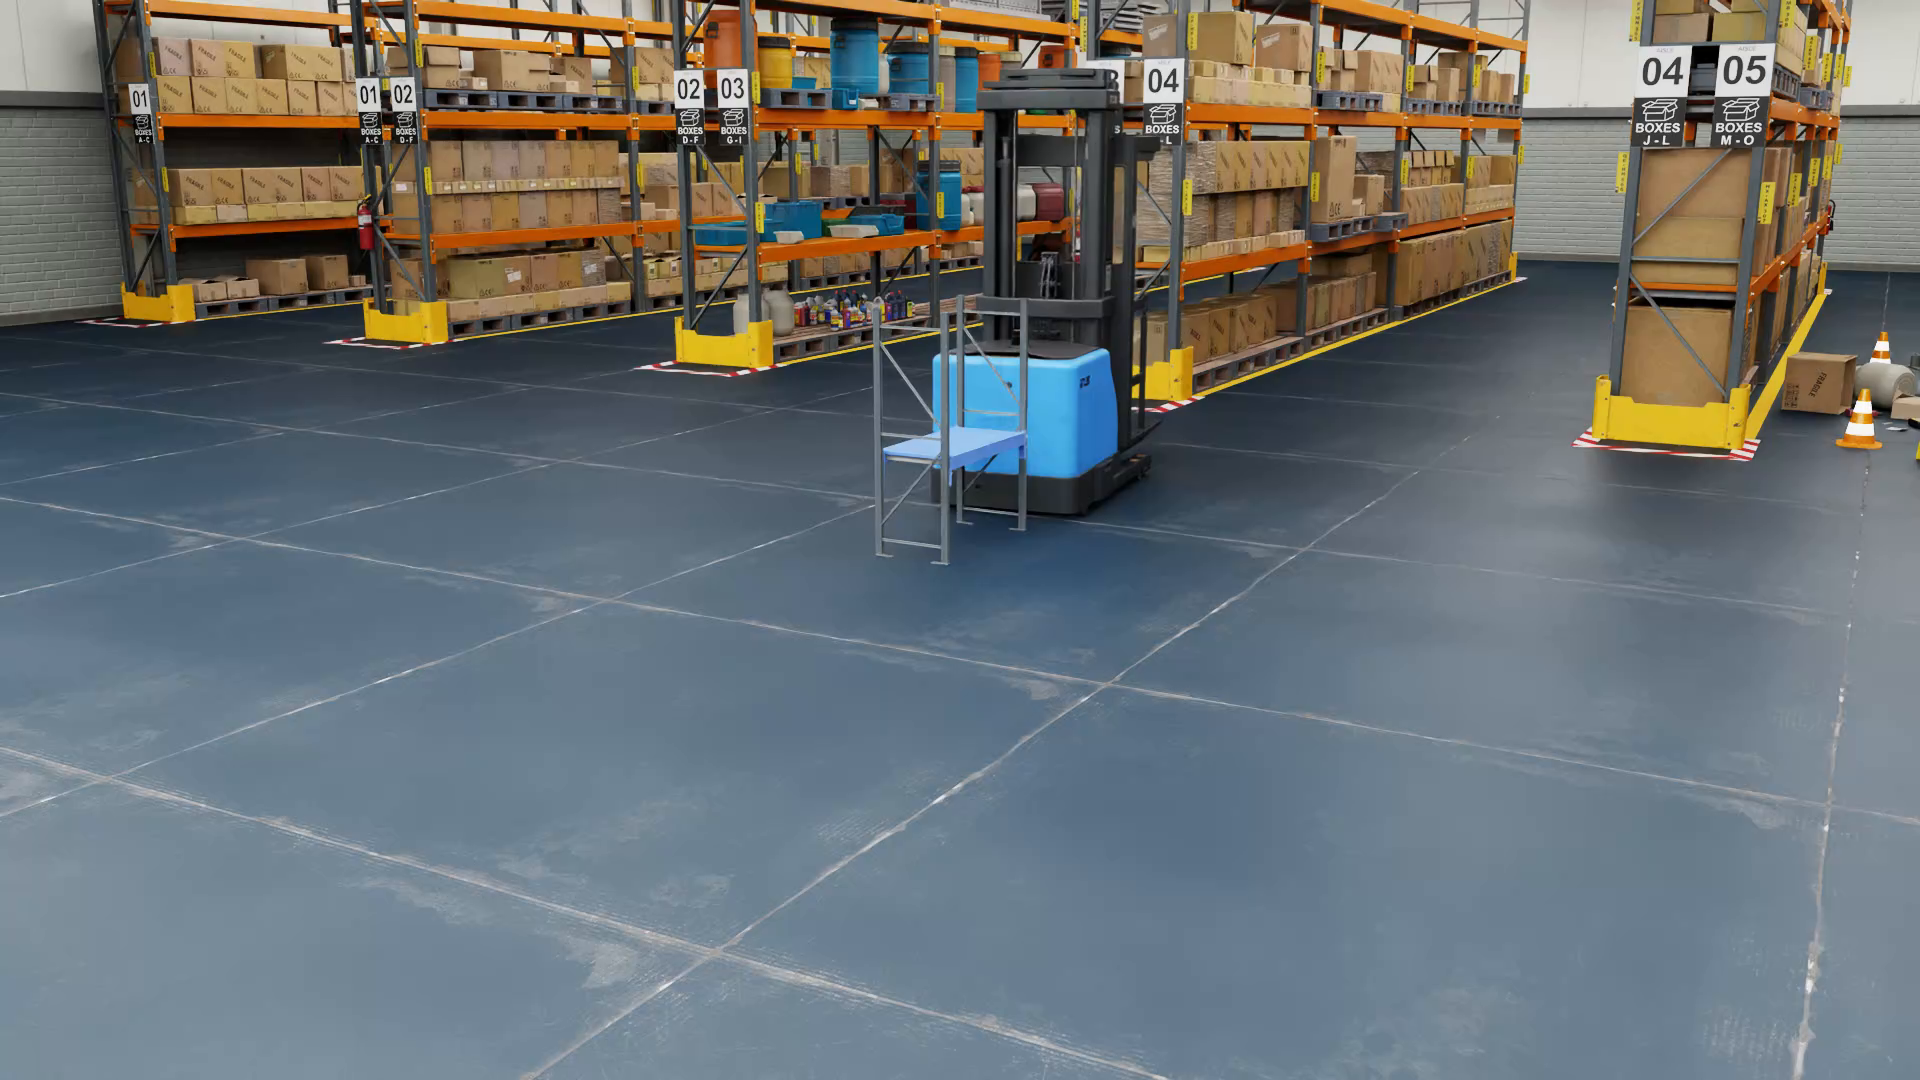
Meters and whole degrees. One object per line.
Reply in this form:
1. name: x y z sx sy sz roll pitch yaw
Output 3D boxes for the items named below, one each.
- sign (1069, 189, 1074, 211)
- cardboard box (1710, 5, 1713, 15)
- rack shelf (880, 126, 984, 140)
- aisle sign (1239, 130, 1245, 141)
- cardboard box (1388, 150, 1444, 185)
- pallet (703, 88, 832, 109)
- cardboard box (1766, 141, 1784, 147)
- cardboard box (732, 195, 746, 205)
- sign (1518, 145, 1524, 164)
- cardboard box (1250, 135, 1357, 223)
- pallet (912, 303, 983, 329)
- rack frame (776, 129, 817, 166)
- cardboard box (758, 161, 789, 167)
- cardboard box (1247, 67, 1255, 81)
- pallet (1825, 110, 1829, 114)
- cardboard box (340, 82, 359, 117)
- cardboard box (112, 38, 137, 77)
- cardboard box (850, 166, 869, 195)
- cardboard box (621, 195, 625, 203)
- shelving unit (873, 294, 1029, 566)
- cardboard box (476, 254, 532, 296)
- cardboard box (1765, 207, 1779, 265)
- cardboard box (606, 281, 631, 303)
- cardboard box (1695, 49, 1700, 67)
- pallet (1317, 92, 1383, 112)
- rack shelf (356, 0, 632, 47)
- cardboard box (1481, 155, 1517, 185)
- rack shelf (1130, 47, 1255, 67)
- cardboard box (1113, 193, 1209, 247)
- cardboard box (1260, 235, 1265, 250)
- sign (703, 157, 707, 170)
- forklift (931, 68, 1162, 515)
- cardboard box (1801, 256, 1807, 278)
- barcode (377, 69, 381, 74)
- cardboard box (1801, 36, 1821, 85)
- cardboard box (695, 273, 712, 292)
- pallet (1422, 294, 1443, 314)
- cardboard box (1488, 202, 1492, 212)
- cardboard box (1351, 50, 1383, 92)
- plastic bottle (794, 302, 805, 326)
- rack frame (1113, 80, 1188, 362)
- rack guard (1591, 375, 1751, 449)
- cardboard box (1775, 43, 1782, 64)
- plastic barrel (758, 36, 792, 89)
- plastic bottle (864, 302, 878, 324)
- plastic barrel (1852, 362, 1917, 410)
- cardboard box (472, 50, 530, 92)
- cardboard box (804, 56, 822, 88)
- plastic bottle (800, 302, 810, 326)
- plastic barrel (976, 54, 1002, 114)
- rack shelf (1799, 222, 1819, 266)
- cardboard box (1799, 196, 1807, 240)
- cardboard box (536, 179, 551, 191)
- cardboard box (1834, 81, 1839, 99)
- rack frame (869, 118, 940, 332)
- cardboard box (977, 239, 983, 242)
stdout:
1. sign: 1.688 -5.103 24.954 0.100 0.325 0.005 7 15 28
2. cardboard box: 6.445 -4.645 14.724 0.380 0.149 0.250 7 15 27
3. rack shelf: -0.231 -7.986 32.396 1.077 0.370 4.000 7 15 28
4. aisle sign: 5.362 -7.972 31.653 0.394 0.787 0.004 7 15 28
5. cardboard box: 6.829 -5.609 25.047 0.797 0.503 0.637 8 15 29
6. pallet: -2.179 -4.969 18.746 1.003 0.211 1.213 7 15 28
7. cardboard box: 11.756 -5.568 24.248 0.500 0.500 0.500 7 15 26
8. cardboard box: -3.733 -5.442 26.897 0.500 0.311 0.500 7 15 27
9. sign: 9.874 -6.779 29.276 0.100 0.325 0.005 7 15 28
10. cardboard box: 4.112 -4.346 19.985 1.000 1.000 1.000 7 15 28
11. pallet: -0.385 -3.074 22.835 1.003 0.211 1.213 7 15 28
12. rack frame: -3.602 -7.849 36.690 1.000 3.000 0.127 7 15 28
13. cardboard box: -4.182 -7.738 35.591 0.980 0.700 0.700 7 15 28
14. cardboard box: 2.861 -4.867 17.389 0.380 0.149 0.250 7 15 26
15. pallet: 11.374 -6.014 23.080 1.213 0.211 1.003 7 15 28
16. cardboard box: -9.432 -6.771 25.564 0.500 0.500 0.500 8 16 30
17. cardboard box: -11.357 -6.687 23.081 0.500 0.500 0.500 8 16 31
18. cardboard box: -1.998 -6.351 29.367 0.700 0.500 0.500 3 14 14
19. cardboard box: -6.510 -6.403 31.188 0.380 0.149 0.250 8 16 29
20. shelving unit: -0.041 -0.712 10.285 0.538 1.500 1.048 7 15 28
21. cardboard box: -6.074 -3.529 22.144 0.500 0.500 0.500 7 15 28
22. cardboard box: 7.484 -3.001 16.261 0.875 0.550 0.550 7 15 28
23. cardboard box: -5.098 -3.574 23.928 0.500 0.250 0.500 7 15 28
24. cardboard box: 6.074 -4.100 14.165 0.380 0.149 0.250 8 16 29
25. pallet: 4.495 -5.398 20.524 1.213 0.211 1.003 7 15 28
26. rack shelf: -6.032 -6.788 21.879 1.077 0.370 4.000 7 15 28
27. cardboard box: 9.401 -6.472 29.063 0.500 0.500 0.500 8 16 29
28. rack shelf: 4.103 -8.688 29.760 1.077 0.370 4.000 7 15 28
29. cardboard box: 1.961 -3.185 16.499 0.875 0.500 0.500 7 15 28
30. cardboard box: 3.111 -3.253 18.162 0.380 0.149 0.250 7 15 28
31. sign: -5.056 -7.493 32.912 0.100 0.325 0.005 7 15 28
32. forklift: 0.802 -1.894 12.135 1.130 2.935 3.031 5 14 20
33. cardboard box: 10.873 -3.613 21.957 0.500 0.250 0.500 8 15 28
34. barcode: -7.275 -5.863 20.813 0.001 0.075 0.075 7 15 28
35. cardboard box: 9.237 -5.312 18.446 0.500 0.500 0.500 7 15 28
36. cardboard box: -4.157 -3.960 25.529 0.500 0.250 0.500 7 15 26
37. pallet: 6.577 -3.571 24.895 1.003 0.211 1.213 7 15 28
38. cardboard box: 8.659 -5.565 27.754 0.380 0.149 0.250 7 15 26
39. cardboard box: 5.036 -5.941 21.097 0.500 0.500 0.500 8 16 29
40. plastic bottle: -2.015 -2.809 20.656 0.152 0.276 0.135 8 15 28
41. rack frame: 1.671 -2.883 16.090 1.000 3.000 0.127 7 15 28
42. rack guard: 5.953 -1.080 13.945 1.175 0.500 0.348 7 15 28
43. cardboard box: 6.411 -3.923 13.431 0.380 0.149 0.250 8 15 28
44. plastic barrel: -2.225 -5.446 19.025 0.600 0.588 0.600 0 14 0
45. plastic bottle: -1.121 -2.851 20.831 0.152 0.276 0.135 8 16 29
46. plastic barrel: 8.692 -1.462 15.693 0.421 0.421 0.512 -5 14 -20
47. cardboard box: -5.957 -6.094 21.605 0.500 0.500 0.500 7 15 28
48. cardboard box: -2.668 -7.833 27.879 0.500 0.500 0.500 7 15 28
49. plastic bottle: -1.921 -2.800 20.605 0.061 0.283 0.133 7 15 28
50. plastic barrel: 0.300 -6.474 23.670 0.600 0.830 0.708 7 15 28
51. rack shelf: 10.799 -4.002 22.267 1.077 0.370 4.000 7 15 28
52. cardboard box: 9.849 -3.867 19.960 0.500 0.500 0.500 7 15 28
53. cardboard box: -5.750 -4.795 22.426 0.380 0.149 0.250 8 16 30
54. cardboard box: 12.708 -6.665 24.633 0.500 0.250 0.500 8 16 29
55. rack frame: -0.731 -4.264 21.822 1.000 3.000 0.127 7 15 28
56. cardboard box: 0.689 -6.148 34.028 0.500 0.500 0.500 7 15 28
